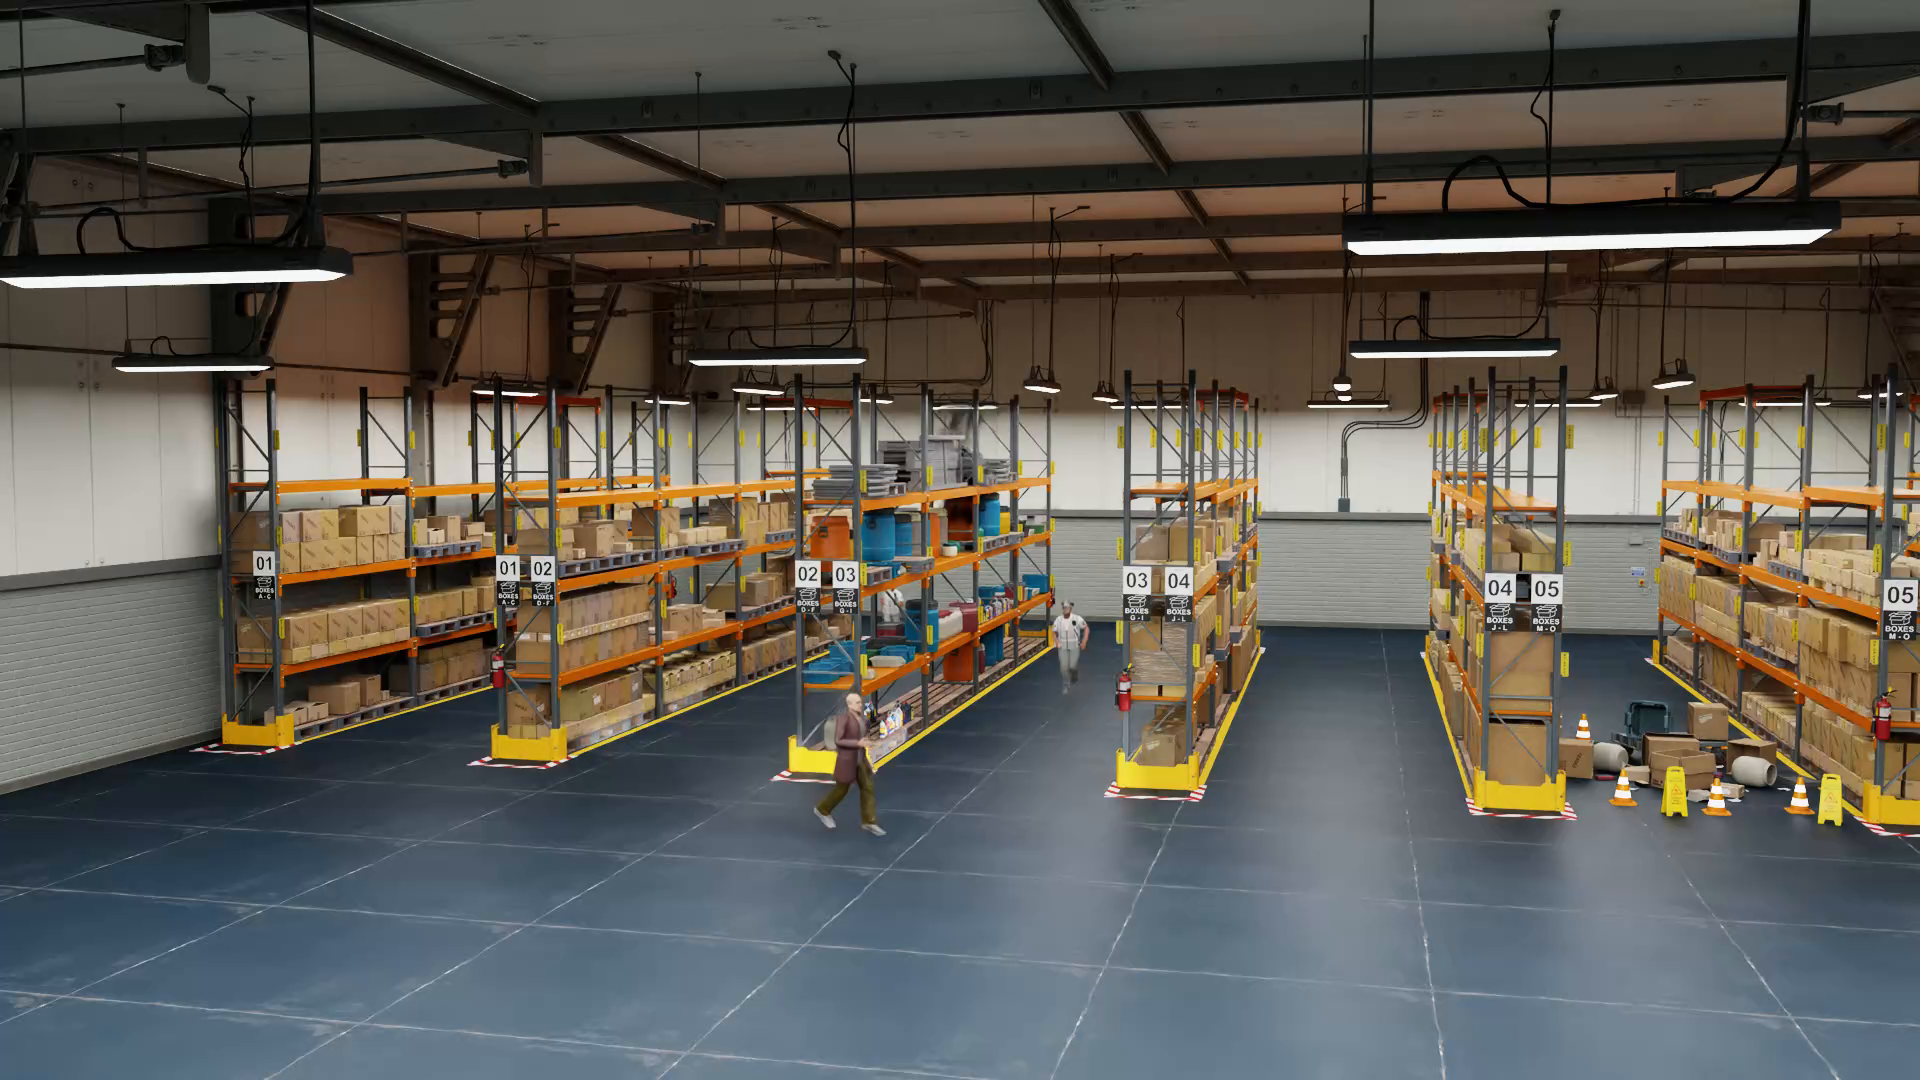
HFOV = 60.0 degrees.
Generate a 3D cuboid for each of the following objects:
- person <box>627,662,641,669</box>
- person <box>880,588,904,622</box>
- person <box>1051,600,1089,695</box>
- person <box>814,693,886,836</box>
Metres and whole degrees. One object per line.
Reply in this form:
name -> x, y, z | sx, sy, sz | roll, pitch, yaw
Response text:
person -> -6.650, 2.137, 33.787 | 0.656, 1.673, 0.606 | 1, 4, 13
person -> -1.628, 1.807, 39.571 | 0.589, 1.712, 0.693 | 0, 3, 5
person -> 2.031, 1.997, 30.917 | 0.685, 1.771, 0.642 | 1, 4, 14
person -> -1.410, 2.829, 21.138 | 1.040, 1.790, 0.673 | 2, 4, 36
